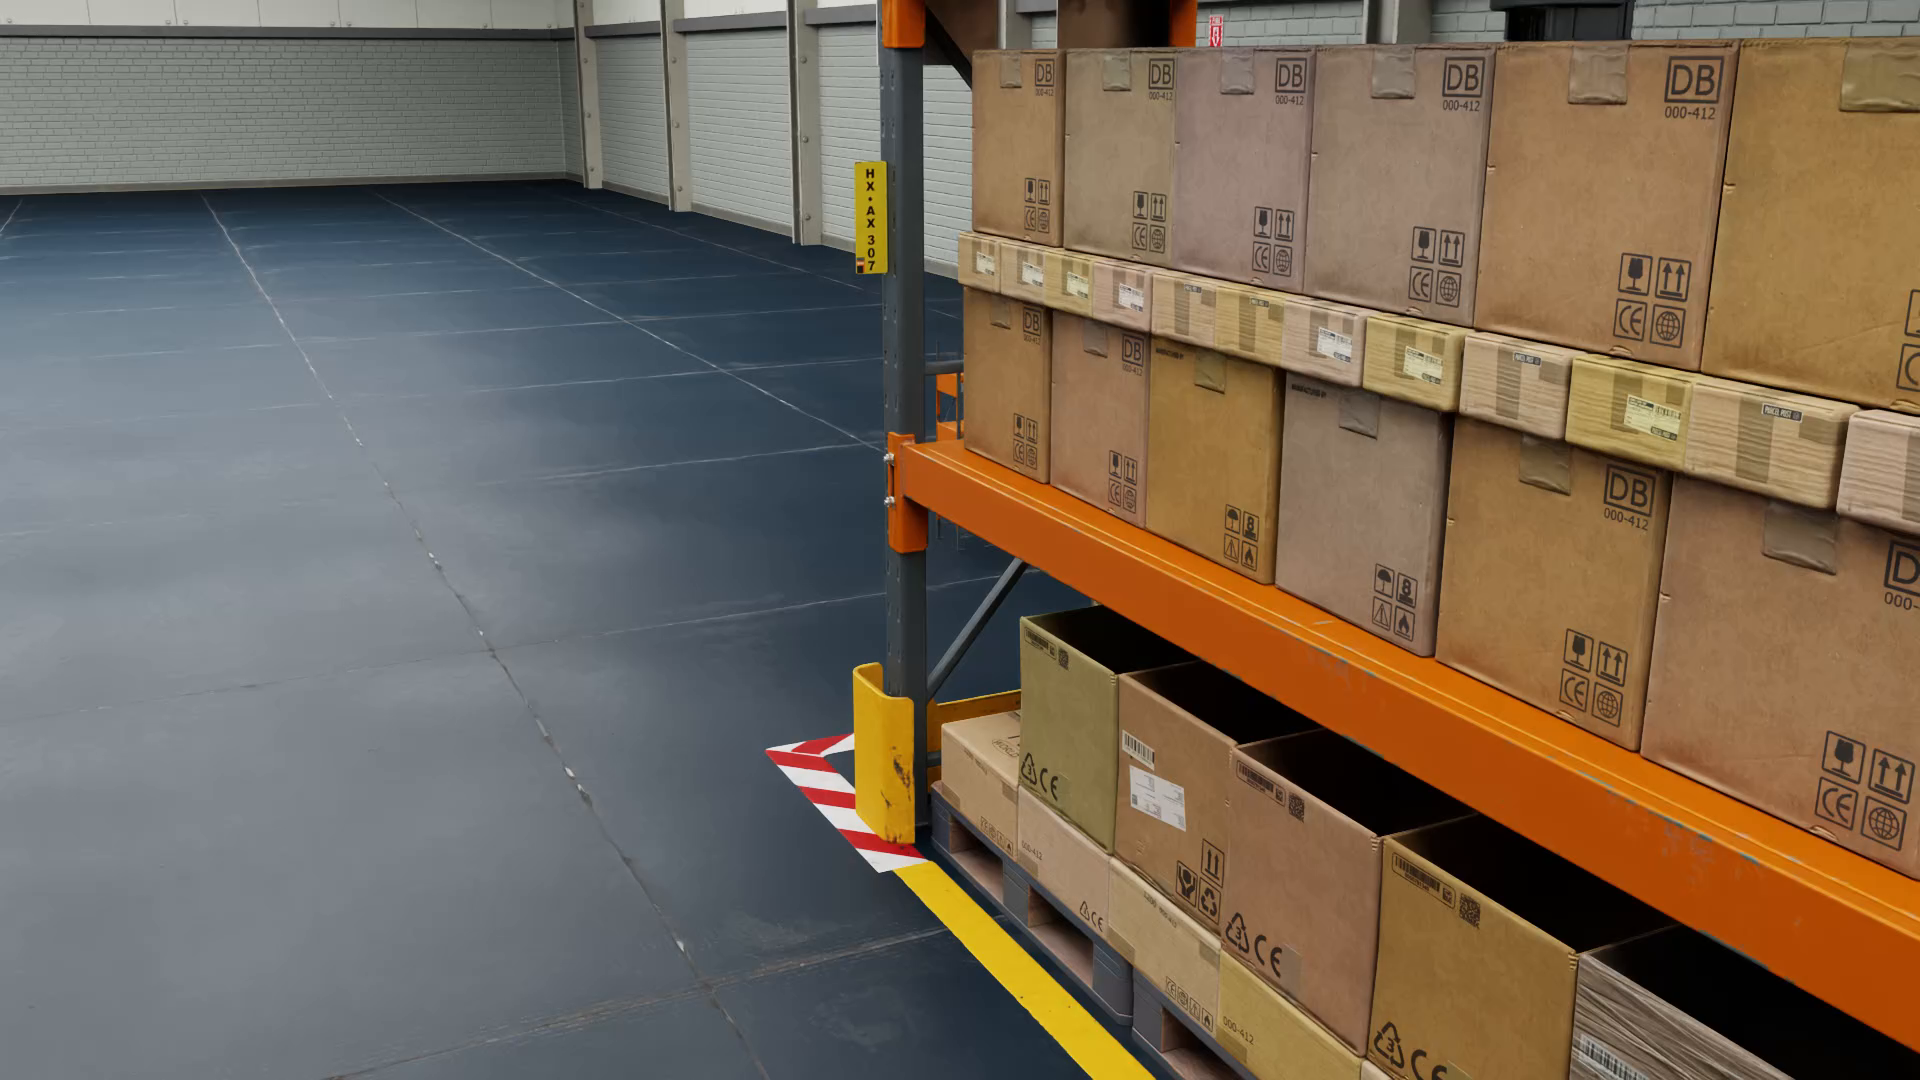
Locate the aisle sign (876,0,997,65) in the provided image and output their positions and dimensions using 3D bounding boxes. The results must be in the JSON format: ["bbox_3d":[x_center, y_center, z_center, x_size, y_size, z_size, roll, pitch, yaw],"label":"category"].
[{"bbox_3d":[-0.065,-1.793,4.847,0.394,0.787,0.004,-8,18,-25],"label":"aisle sign"}]

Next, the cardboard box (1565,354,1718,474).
[{"bbox_3d":[1.235,-0.226,2.743,0.380,0.149,0.250,-8,18,-25],"label":"cardboard box"}]

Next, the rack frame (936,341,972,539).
[{"bbox_3d":[-0.030,-0.522,8.665,0.200,1.050,0.008,-8,18,-25],"label":"rack frame"}]

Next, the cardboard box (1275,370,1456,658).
[{"bbox_3d":[1.112,-0.111,3.519,0.700,0.500,0.500,-7,17,-23],"label":"cardboard box"}]

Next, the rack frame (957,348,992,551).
[{"bbox_3d":[0.077,-0.461,8.454,0.200,1.050,0.008,-8,18,-25],"label":"rack frame"}]

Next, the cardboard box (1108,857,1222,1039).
[{"bbox_3d":[0.715,0.963,4.179,0.500,0.250,0.500,-8,18,-25],"label":"cardboard box"}]

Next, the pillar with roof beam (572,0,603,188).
[{"bbox_3d":[-11.238,-10.897,30.408,9.100,9.000,0.400,-8,18,-25],"label":"pillar with roof beam"}]

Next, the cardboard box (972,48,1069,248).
[{"bbox_3d":[0.455,-1.105,4.631,0.700,0.500,0.500,-8,18,-25],"label":"cardboard box"}]

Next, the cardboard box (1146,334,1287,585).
[{"bbox_3d":[0.878,-0.241,3.972,0.700,0.500,0.500,-8,18,-25],"label":"cardboard box"}]

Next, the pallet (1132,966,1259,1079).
[{"bbox_3d":[1.142,1.263,3.967,1.003,0.211,1.213,-8,18,-25],"label":"pallet"}]

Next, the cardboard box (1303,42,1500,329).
[{"bbox_3d":[1.131,-0.726,3.310,0.700,0.500,0.500,-8,18,-25],"label":"cardboard box"}]

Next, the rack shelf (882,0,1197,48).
[{"bbox_3d":[1.115,-1.164,3.235,1.077,0.370,4.000,-8,18,-25],"label":"rack shelf"}]

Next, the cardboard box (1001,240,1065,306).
[{"bbox_3d":[0.335,-0.735,4.518,0.380,0.149,0.250,-8,18,-26],"label":"cardboard box"}]

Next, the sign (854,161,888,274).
[{"bbox_3d":[-0.263,-0.953,4.919,0.100,0.325,0.005,-8,18,-25],"label":"sign"}]

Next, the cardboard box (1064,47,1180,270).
[{"bbox_3d":[0.690,-0.975,4.178,0.700,0.500,0.500,-8,18,-26],"label":"cardboard box"}]

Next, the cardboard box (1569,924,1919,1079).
[{"bbox_3d":[1.383,0.973,2.785,0.500,0.500,0.500,-8,18,-25],"label":"cardboard box"}]

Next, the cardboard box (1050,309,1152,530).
[{"bbox_3d":[0.666,-0.365,4.404,0.700,0.500,0.500,-7,17,-23],"label":"cardboard box"}]

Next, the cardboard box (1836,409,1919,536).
[{"bbox_3d":[1.456,-0.100,2.303,0.380,0.149,0.250,-8,18,-27],"label":"cardboard box"}]

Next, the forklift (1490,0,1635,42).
[{"bbox_3d":[3.401,-1.363,8.185,3.031,2.935,1.130,1,16,3],"label":"forklift"}]

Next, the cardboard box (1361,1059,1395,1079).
[{"bbox_3d":[1.149,1.212,3.314,0.500,0.250,0.500,-8,18,-25],"label":"cardboard box"}]

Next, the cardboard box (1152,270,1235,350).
[{"bbox_3d":[0.671,-0.545,3.853,0.380,0.149,0.250,-8,18,-27],"label":"cardboard box"}]

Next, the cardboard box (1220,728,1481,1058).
[{"bbox_3d":[0.928,0.728,3.641,0.500,0.500,0.500,-8,18,-25],"label":"cardboard box"}]

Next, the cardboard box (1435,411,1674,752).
[{"bbox_3d":[1.338,0.016,3.077,0.700,0.500,0.500,-7,18,-24],"label":"cardboard box"}]

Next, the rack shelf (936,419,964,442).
[{"bbox_3d":[0.023,-0.481,8.563,0.215,0.259,0.240,-8,18,-25],"label":"rack shelf"}]

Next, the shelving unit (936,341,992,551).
[{"bbox_3d":[0.023,-0.491,8.560,0.215,1.050,0.252,-8,18,-25],"label":"shelving unit"}]

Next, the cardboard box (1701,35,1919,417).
[{"bbox_3d":[1.569,-0.478,2.446,0.700,0.500,0.500,-8,18,-25],"label":"cardboard box"}]

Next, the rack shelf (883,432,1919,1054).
[{"bbox_3d":[1.115,0.278,3.649,1.077,0.370,4.000,-8,18,-25],"label":"rack shelf"}]

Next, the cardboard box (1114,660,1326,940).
[{"bbox_3d":[0.725,0.601,4.081,0.500,0.500,0.500,-8,18,-25],"label":"cardboard box"}]

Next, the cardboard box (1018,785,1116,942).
[{"bbox_3d":[0.496,0.839,4.612,0.500,0.250,0.500,-8,18,-25],"label":"cardboard box"}]

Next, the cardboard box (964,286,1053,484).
[{"bbox_3d":[0.432,-0.495,4.855,0.700,0.500,0.500,-8,18,-25],"label":"cardboard box"}]

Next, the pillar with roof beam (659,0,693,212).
[{"bbox_3d":[-8.610,-9.409,25.223,9.100,9.000,0.400,-8,18,-25],"label":"pillar with roof beam"}]

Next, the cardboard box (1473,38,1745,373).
[{"bbox_3d":[1.350,-0.602,2.879,0.700,0.500,0.500,-8,18,-25],"label":"cardboard box"}]

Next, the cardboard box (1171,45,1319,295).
[{"bbox_3d":[0.912,-0.851,3.743,0.700,0.500,0.500,-8,18,-25],"label":"cardboard box"}]

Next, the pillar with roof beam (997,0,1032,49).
[{"bbox_3d":[-3.353,-6.433,14.855,9.100,9.000,0.400,-8,18,-25],"label":"pillar with roof beam"}]

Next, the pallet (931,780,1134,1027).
[{"bbox_3d":[0.611,0.961,5.019,1.003,0.211,1.213,-8,18,-25],"label":"pallet"}]

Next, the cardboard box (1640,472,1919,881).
[{"bbox_3d":[1.554,0.141,2.642,0.700,0.500,0.500,-8,18,-25],"label":"cardboard box"}]

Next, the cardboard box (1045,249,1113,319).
[{"bbox_3d":[0.443,-0.673,4.302,0.380,0.149,0.250,-8,18,-25],"label":"cardboard box"}]

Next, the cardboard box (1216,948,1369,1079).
[{"bbox_3d":[0.929,1.088,3.745,0.500,0.250,0.500,-8,18,-25],"label":"cardboard box"}]

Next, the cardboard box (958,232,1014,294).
[{"bbox_3d":[0.217,-0.800,4.745,0.380,0.149,0.250,-8,18,-25],"label":"cardboard box"}]

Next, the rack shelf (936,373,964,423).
[{"bbox_3d":[0.023,-0.754,8.484,0.215,0.259,0.240,-8,18,-25],"label":"rack shelf"}]

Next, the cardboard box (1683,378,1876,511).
[{"bbox_3d":[1.340,-0.165,2.529,0.380,0.149,0.250,-8,18,-25],"label":"cardboard box"}]

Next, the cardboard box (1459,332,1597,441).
[{"bbox_3d":[1.124,-0.289,2.961,0.380,0.149,0.250,-7,17,-23],"label":"cardboard box"}]

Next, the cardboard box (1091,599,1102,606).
[{"bbox_3d":[0.741,0.292,5.158,0.500,0.500,0.500,-8,18,-25],"label":"cardboard box"}]

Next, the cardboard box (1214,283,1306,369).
[{"bbox_3d":[0.783,-0.481,3.633,0.380,0.149,0.250,-8,18,-26],"label":"cardboard box"}]

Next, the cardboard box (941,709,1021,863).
[{"bbox_3d":[0.274,0.716,5.042,0.500,0.250,0.500,-8,18,-25],"label":"cardboard box"}]

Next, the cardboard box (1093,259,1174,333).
[{"bbox_3d":[0.552,-0.610,4.083,0.380,0.149,0.250,-8,18,-26],"label":"cardboard box"}]

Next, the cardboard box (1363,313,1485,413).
[{"bbox_3d":[1.005,-0.354,3.189,0.380,0.149,0.250,-7,17,-23],"label":"cardboard box"}]

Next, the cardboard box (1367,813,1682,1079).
[{"bbox_3d":[1.160,0.850,3.216,0.500,0.500,0.500,-8,18,-25],"label":"cardboard box"}]

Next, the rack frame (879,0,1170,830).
[{"bbox_3d":[0.239,-0.564,5.278,1.000,3.000,0.127,-8,18,-25],"label":"rack frame"}]

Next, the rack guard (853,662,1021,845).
[{"bbox_3d":[0.228,0.632,5.643,1.175,0.500,0.348,-8,18,-25],"label":"rack guard"}]

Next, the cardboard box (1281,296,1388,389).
[{"bbox_3d":[0.890,-0.419,3.416,0.380,0.149,0.250,-7,18,-24],"label":"cardboard box"}]

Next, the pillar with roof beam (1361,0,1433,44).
[{"bbox_3d":[-0.724,-4.946,9.670,9.100,9.000,0.400,-8,18,-25],"label":"pillar with roof beam"}]

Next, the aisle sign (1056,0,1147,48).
[{"bbox_3d":[0.474,-1.865,5.100,0.394,0.787,0.004,-8,18,-25],"label":"aisle sign"}]

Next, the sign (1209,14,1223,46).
[{"bbox_3d":[2.184,-4.328,14.191,0.001,0.298,0.199,-8,18,-25],"label":"sign"}]

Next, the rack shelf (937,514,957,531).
[{"bbox_3d":[0.023,-0.214,8.639,0.215,0.259,0.240,-8,18,-25],"label":"rack shelf"}]

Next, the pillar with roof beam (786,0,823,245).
[{"bbox_3d":[-5.981,-7.921,20.039,9.100,9.000,0.400,-8,18,-25],"label":"pillar with roof beam"}]

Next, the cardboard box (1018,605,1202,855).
[{"bbox_3d":[0.494,0.479,4.507,0.500,0.500,0.500,-8,18,-25],"label":"cardboard box"}]
